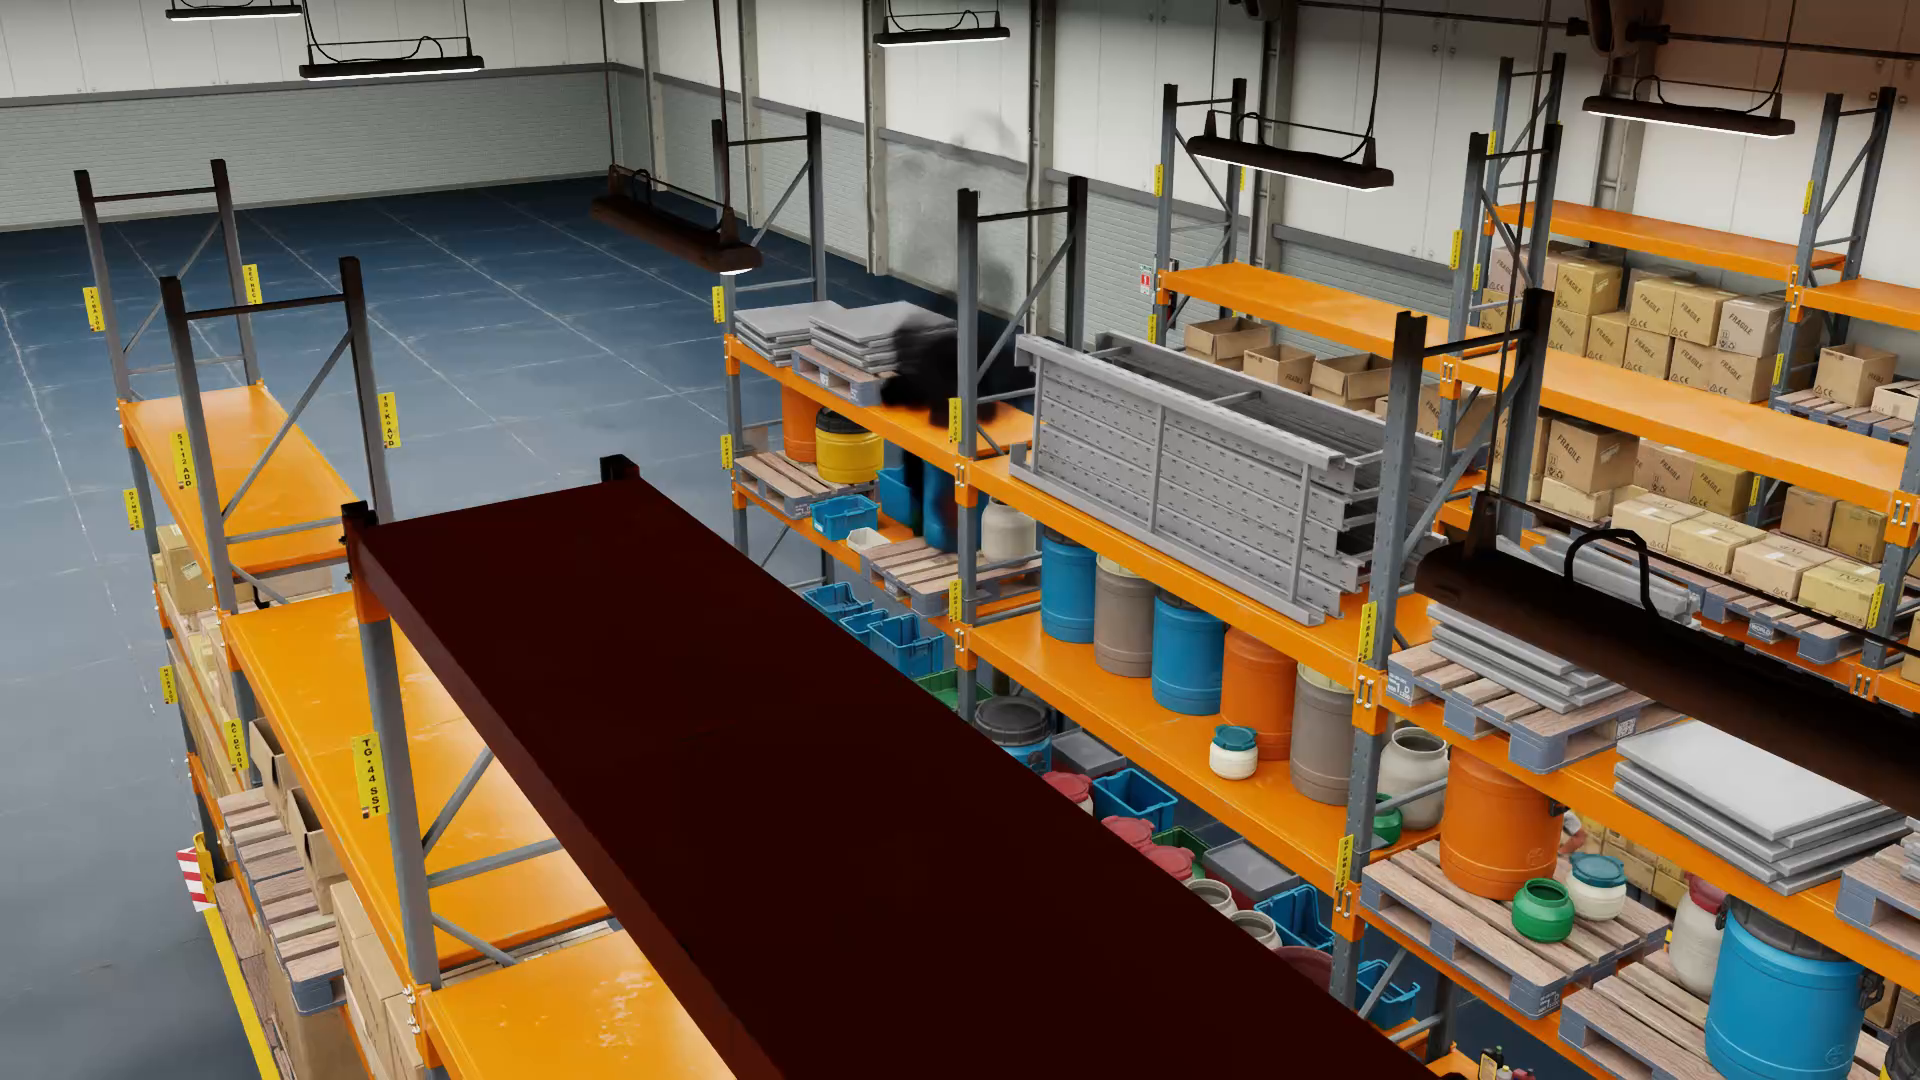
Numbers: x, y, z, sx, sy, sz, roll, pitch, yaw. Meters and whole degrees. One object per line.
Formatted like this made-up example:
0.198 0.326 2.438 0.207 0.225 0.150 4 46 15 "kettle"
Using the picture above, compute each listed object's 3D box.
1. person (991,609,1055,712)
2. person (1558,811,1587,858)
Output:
0.640 0.932 16.628 0.924 1.816 0.682 20 29 40 "person"
4.286 2.586 12.542 0.636 1.847 0.819 -17 28 -37 "person"
